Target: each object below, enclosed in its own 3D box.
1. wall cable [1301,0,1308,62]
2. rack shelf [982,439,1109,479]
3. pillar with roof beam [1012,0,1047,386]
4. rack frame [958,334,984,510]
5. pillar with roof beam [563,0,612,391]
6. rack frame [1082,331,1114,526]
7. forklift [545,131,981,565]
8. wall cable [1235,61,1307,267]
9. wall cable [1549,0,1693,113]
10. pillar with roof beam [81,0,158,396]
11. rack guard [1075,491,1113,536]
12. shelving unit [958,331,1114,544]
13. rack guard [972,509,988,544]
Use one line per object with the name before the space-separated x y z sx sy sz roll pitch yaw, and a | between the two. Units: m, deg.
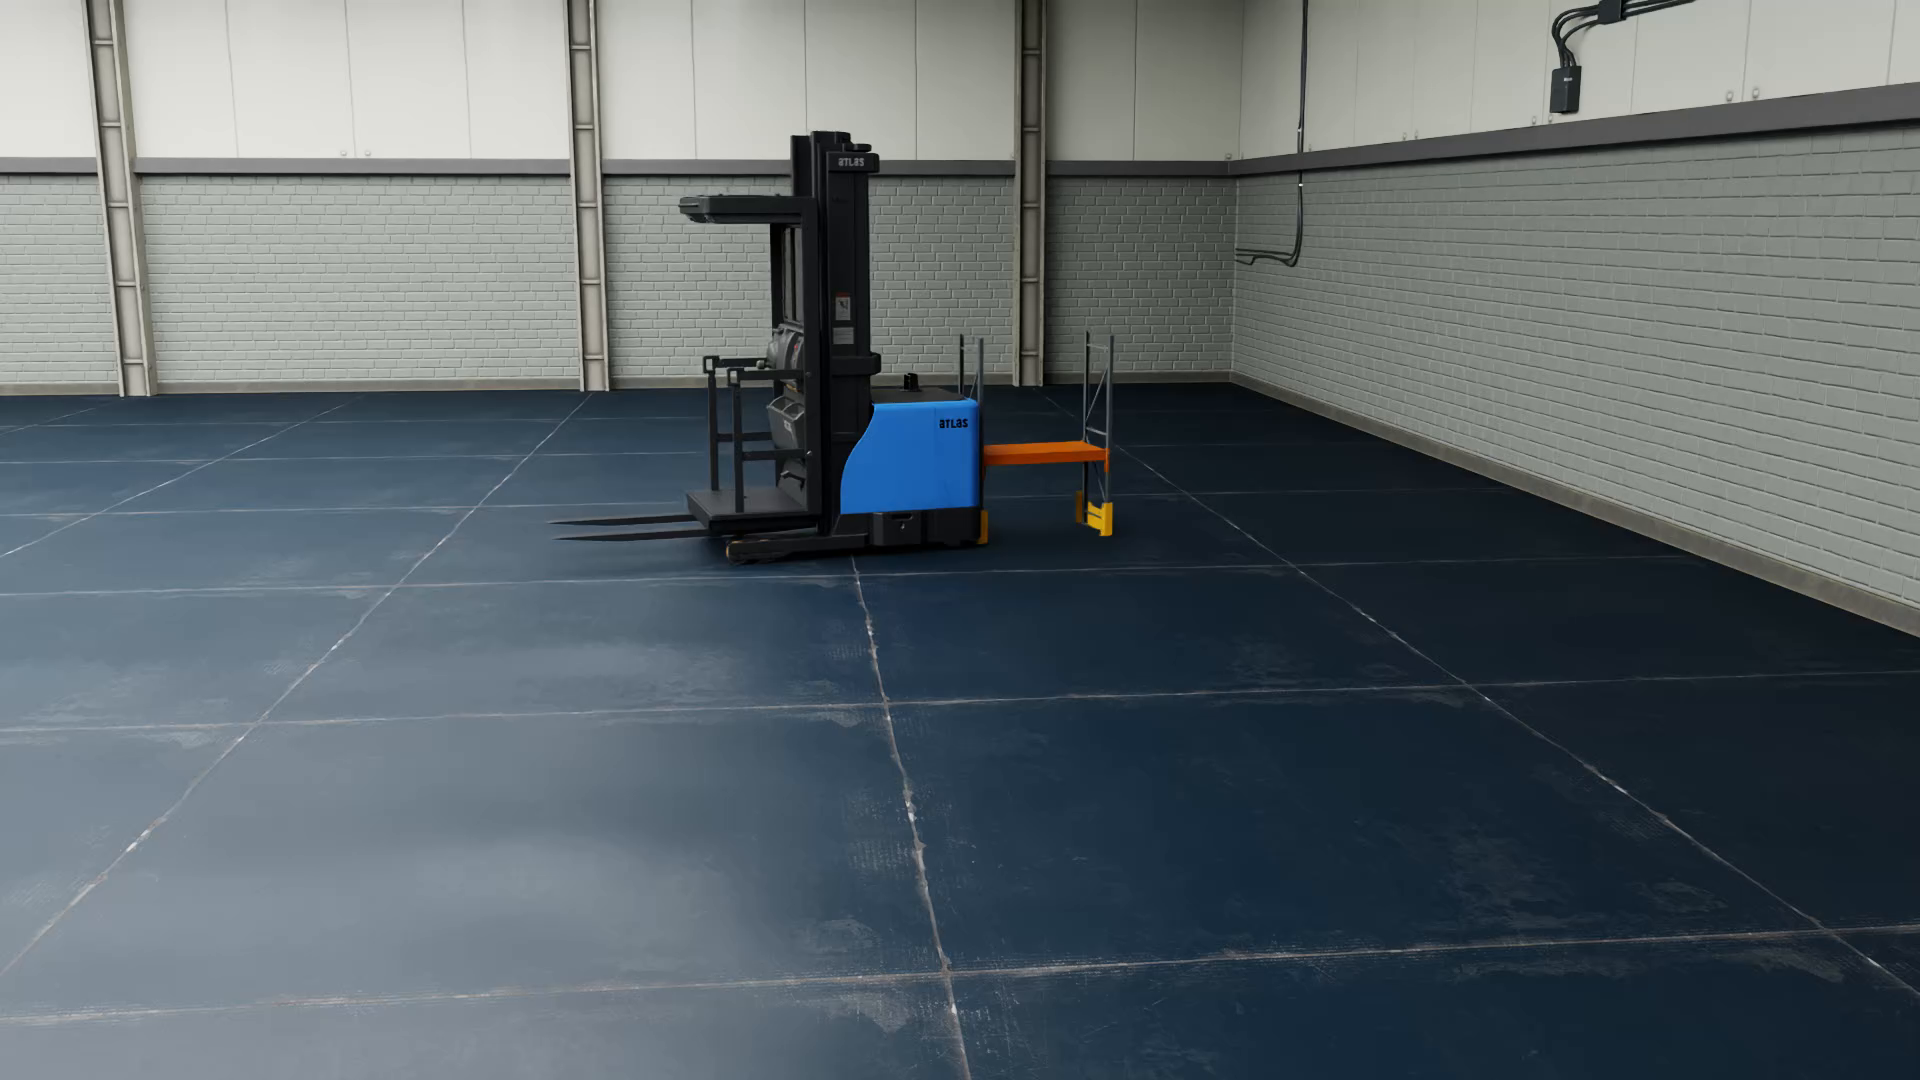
wall cable | 4.322 -6.849 18.833 0.112 2.526 3.097 -1 11 -6
rack shelf | 0.562 -0.615 12.540 1.000 0.185 0.538 -4 12 -18
pillar with roof beam | 1.423 -5.779 18.438 0.400 9.000 9.100 -1 11 -6
rack frame | 0.079 -0.761 12.351 0.032 1.500 0.500 -4 12 -18
pillar with roof beam | -4.542 -5.655 17.802 0.400 9.000 9.100 -1 11 -6
rack frame | 1.046 -0.822 12.659 0.032 1.500 0.500 -4 12 -18
forklift | -1.422 -1.382 11.798 3.031 2.935 1.130 -4 12 -18
wall cable | 4.029 -4.889 21.959 0.112 2.526 3.097 -1 11 -6
wall cable | 5.039 -6.261 12.070 0.169 6.003 2.305 -1 11 -6
pillar with roof beam | -10.507 -5.530 17.167 0.400 9.000 9.100 -1 11 -6
rack guard | 1.027 -0.207 12.773 0.087 0.250 0.587 -4 12 -18
shelving unit | 0.554 -0.791 12.502 1.083 1.500 0.587 -4 12 -18
rack guard | 0.080 -0.148 12.472 0.087 0.250 0.587 -4 12 -18
